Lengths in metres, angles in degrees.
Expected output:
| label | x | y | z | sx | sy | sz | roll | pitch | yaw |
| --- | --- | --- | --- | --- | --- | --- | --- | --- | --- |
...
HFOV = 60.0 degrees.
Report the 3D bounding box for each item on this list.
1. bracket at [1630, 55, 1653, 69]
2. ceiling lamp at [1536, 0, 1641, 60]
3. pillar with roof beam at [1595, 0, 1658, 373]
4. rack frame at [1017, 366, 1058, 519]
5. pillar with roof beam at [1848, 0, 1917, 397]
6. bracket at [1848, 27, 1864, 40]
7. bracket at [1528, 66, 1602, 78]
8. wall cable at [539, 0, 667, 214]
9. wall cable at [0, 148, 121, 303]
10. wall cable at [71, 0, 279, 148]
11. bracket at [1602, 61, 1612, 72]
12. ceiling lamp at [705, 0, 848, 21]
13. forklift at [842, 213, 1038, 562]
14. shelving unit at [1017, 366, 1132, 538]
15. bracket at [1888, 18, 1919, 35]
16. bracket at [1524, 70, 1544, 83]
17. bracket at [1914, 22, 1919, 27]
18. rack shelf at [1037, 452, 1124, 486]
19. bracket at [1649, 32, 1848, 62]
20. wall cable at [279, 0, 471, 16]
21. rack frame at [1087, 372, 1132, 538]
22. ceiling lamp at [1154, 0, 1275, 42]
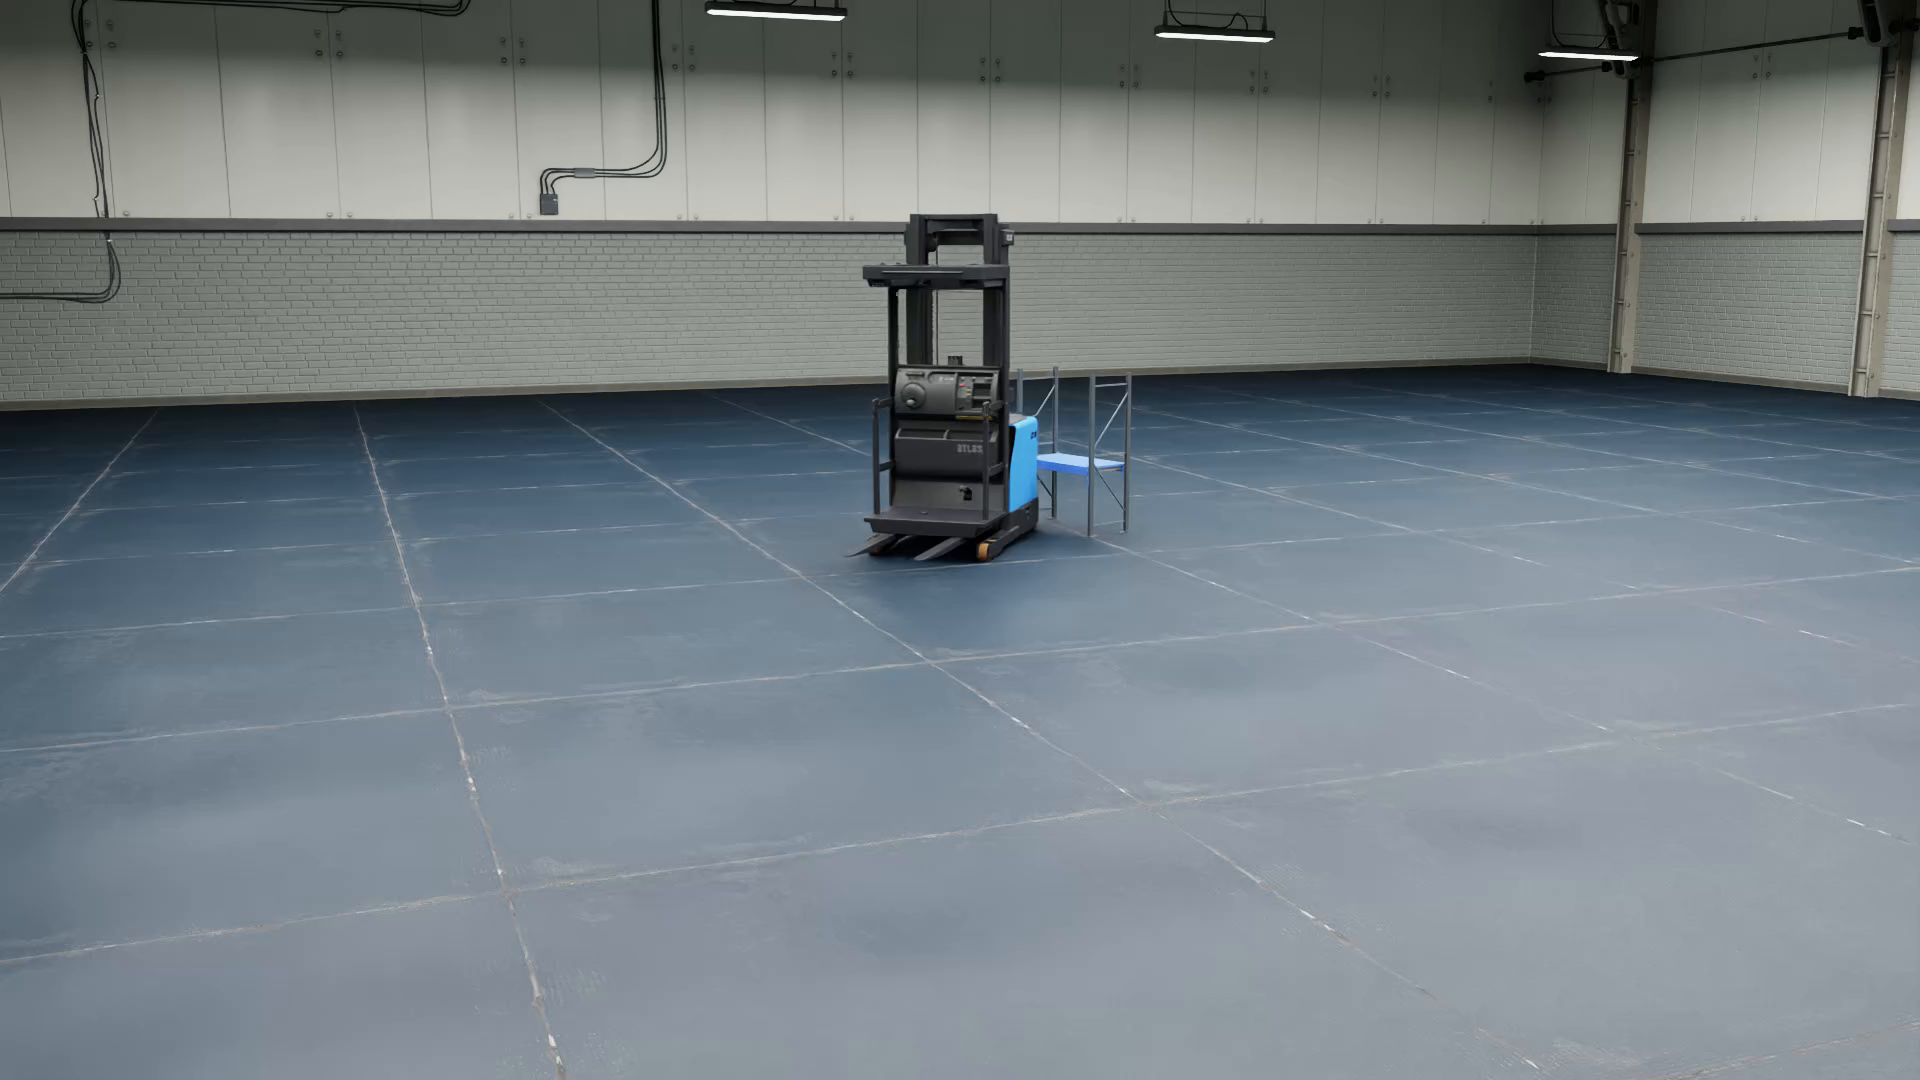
| label | x | y | z | sx | sy | sz | roll | pitch | yaw |
| --- | --- | --- | --- | --- | --- | --- | --- | --- | --- |
| bracket | 13.784 | -9.663 | 33.602 | 0.235 | 0.232 | 0.430 | -4 | 11 | -21 |
| ceiling lamp | 10.741 | -9.910 | 28.598 | 2.000 | 3.185 | 0.800 | -4 | 11 | -21 |
| pillar with roof beam | 9.952 | -7.708 | 32.889 | 9.100 | 9.000 | 0.548 | -4 | 11 | -21 |
| rack frame | 0.753 | -0.929 | 16.189 | 0.500 | 1.500 | 0.032 | -8 | 13 | -38 |
| pillar with roof beam | 12.126 | -6.729 | 27.383 | 9.100 | 9.000 | 0.548 | -4 | 11 | -21 |
| bracket | 15.658 | -8.819 | 28.858 | 0.235 | 0.232 | 0.430 | -4 | 11 | -21 |
| bracket | 12.839 | -10.089 | 35.996 | 0.076 | 0.066 | 3.189 | -4 | 11 | -21 |
| wall cable | -6.376 | -8.821 | 29.436 | 2.305 | 6.003 | 0.169 | -4 | 11 | -21 |
| wall cable | -15.230 | -5.018 | 26.633 | 3.097 | 2.526 | 0.112 | -4 | 11 | -21 |
| wall cable | -12.708 | -7.677 | 27.156 | 3.097 | 2.526 | 0.112 | -4 | 11 | -21 |
| bracket | 13.483 | -9.799 | 34.363 | 0.235 | 0.232 | 0.430 | -4 | 11 | -21 |
| ceiling lamp | -2.680 | -8.996 | 23.460 | 2.000 | 3.185 | 0.800 | -4 | 11 | -21 |
| forklift | -0.177 | -1.333 | 14.373 | 1.130 | 2.935 | 3.031 | 3 | 11 | 17 |
| shelving unit | 1.069 | -0.859 | 15.797 | 0.538 | 1.500 | 1.048 | -8 | 13 | -38 |
| bracket | 15.958 | -8.684 | 28.096 | 0.235 | 0.232 | 0.430 | -4 | 11 | -21 |
| bracket | 12.624 | -10.186 | 36.538 | 0.235 | 0.232 | 0.430 | -4 | 11 | -21 |
| bracket | 16.892 | -8.263 | 25.732 | 0.076 | 0.066 | 4.783 | -4 | 11 | -21 |
| rack shelf | 1.069 | -0.682 | 15.829 | 0.538 | 0.185 | 1.000 | -8 | 13 | -38 |
| bracket | 14.718 | -9.243 | 31.238 | 0.076 | 0.066 | 4.783 | -4 | 11 | -21 |
| wall cable | -9.824 | -10.112 | 27.862 | 3.097 | 2.526 | 0.112 | -4 | 11 | -21 |
| rack frame | 1.385 | -0.789 | 15.405 | 0.500 | 1.500 | 0.032 | -8 | 13 | -38 |
| ceiling lamp | 3.900 | -9.444 | 25.979 | 2.000 | 3.185 | 0.800 | -4 | 11 | -21 |
